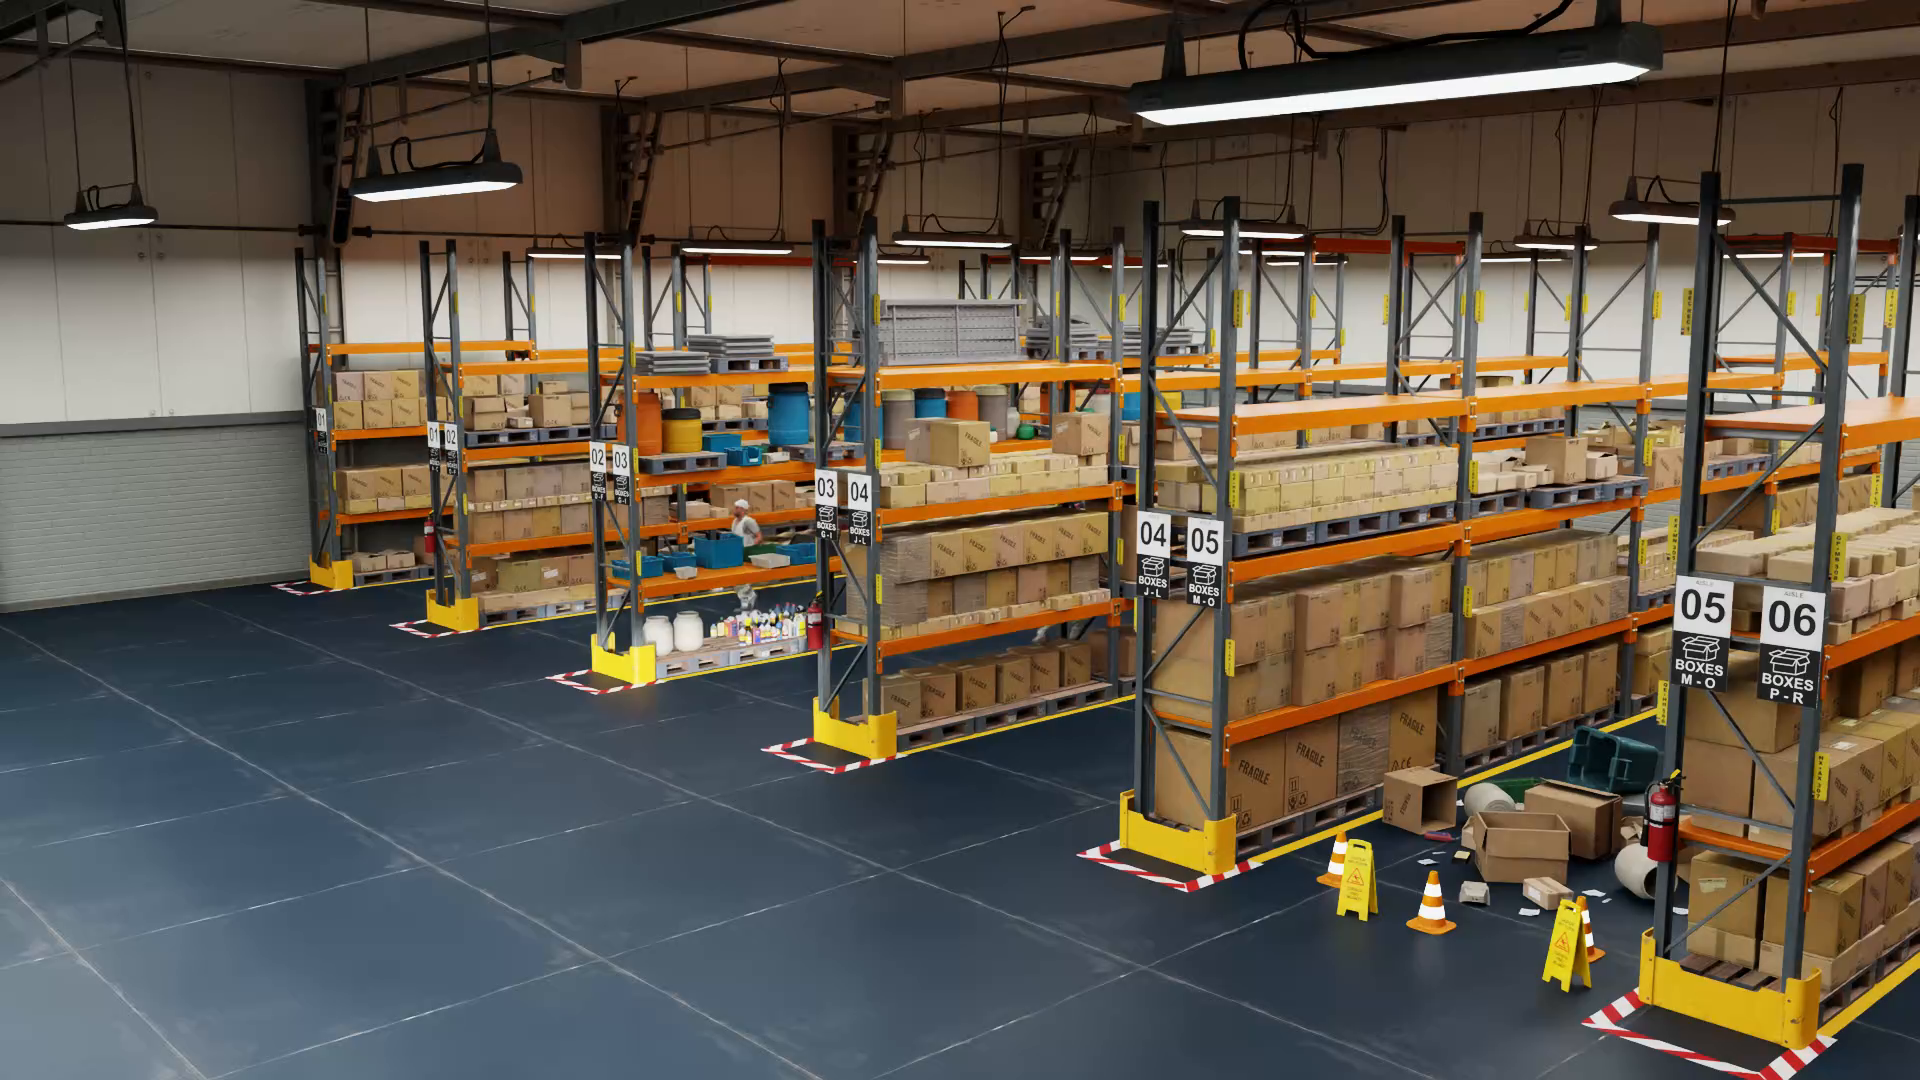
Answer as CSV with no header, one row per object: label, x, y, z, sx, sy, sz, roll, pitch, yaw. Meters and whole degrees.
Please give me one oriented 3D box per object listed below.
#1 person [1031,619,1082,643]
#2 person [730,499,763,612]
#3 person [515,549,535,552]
person,1.359,0.562,23.420,0.687,1.826,0.937,8,11,42
person,-3.384,0.252,25.687,0.504,1.757,0.661,-7,11,-40
person,-7.591,0.056,29.255,0.588,1.663,0.834,6,10,36
